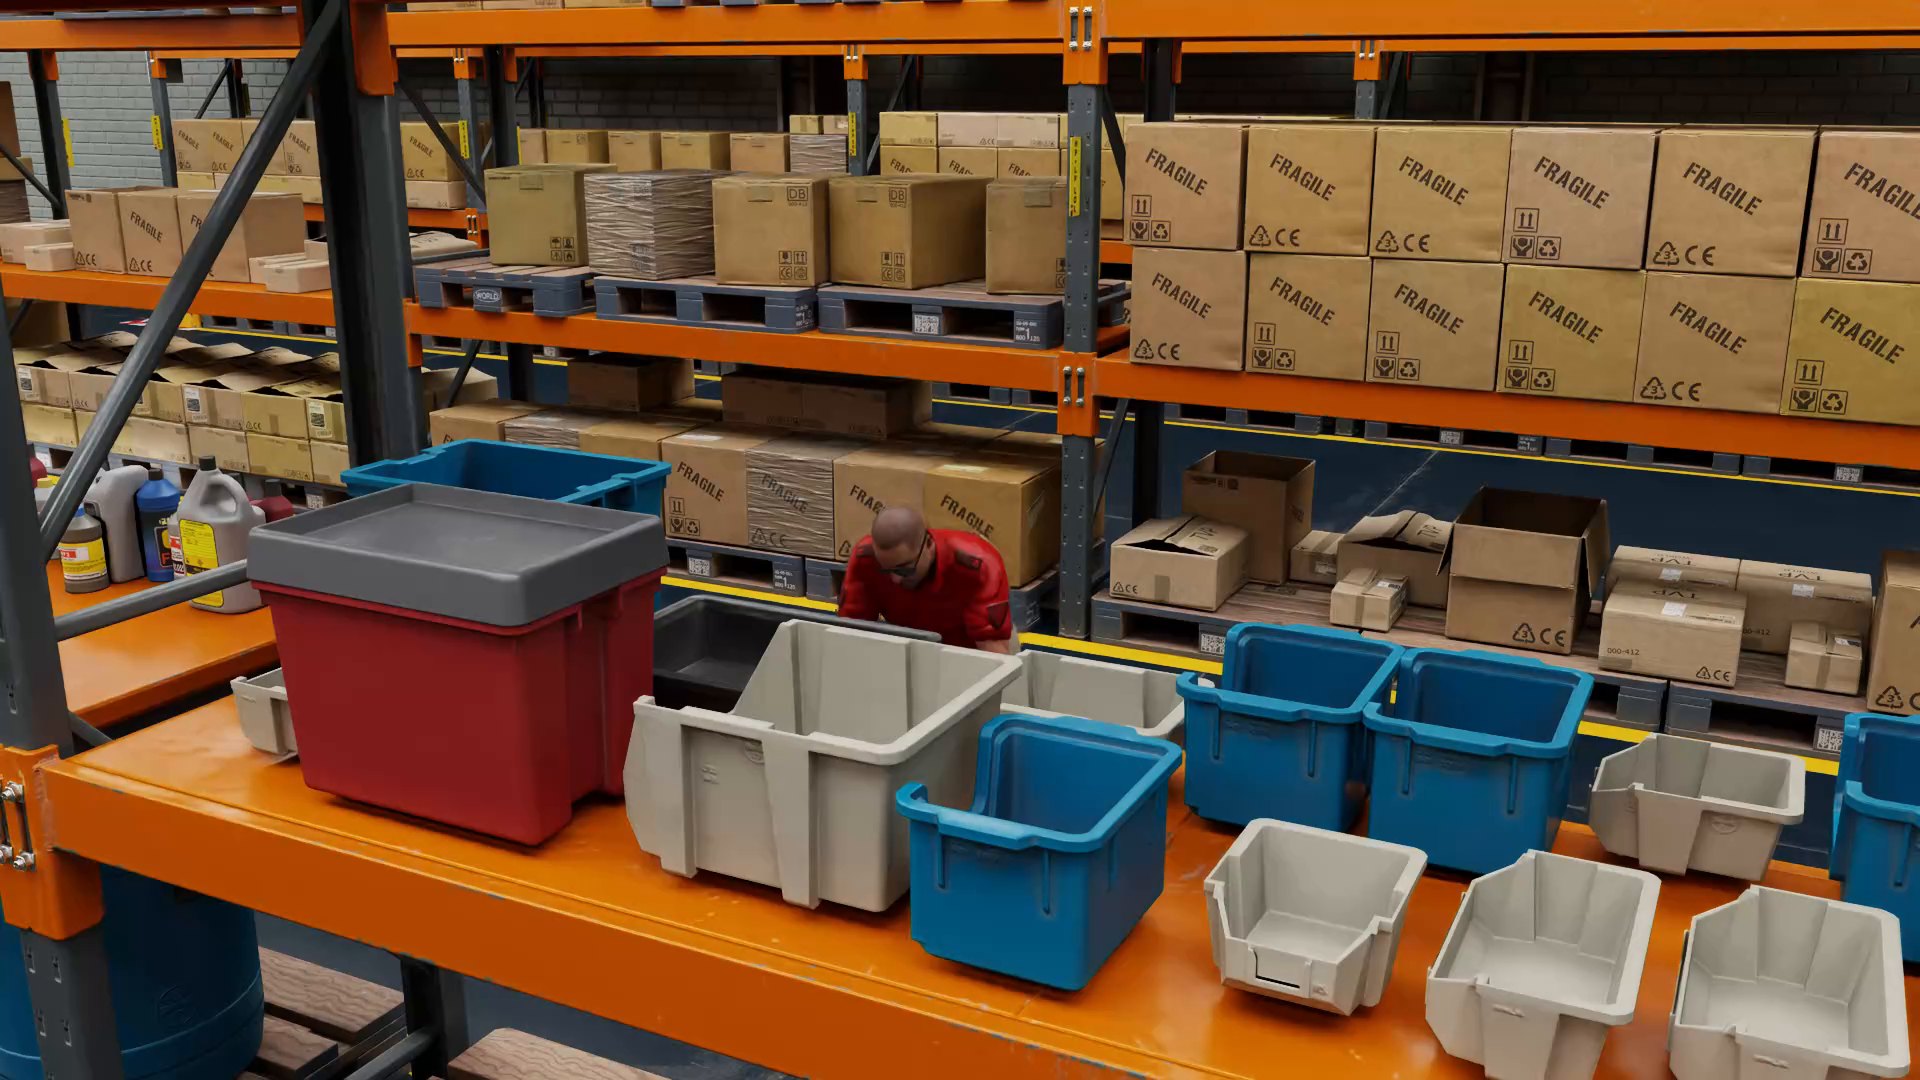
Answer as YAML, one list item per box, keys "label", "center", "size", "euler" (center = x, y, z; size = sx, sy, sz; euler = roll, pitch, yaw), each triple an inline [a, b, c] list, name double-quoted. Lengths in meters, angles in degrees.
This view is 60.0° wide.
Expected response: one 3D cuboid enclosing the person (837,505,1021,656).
- label: "person"
  center: [-0.084, 0.461, 5.243]
  size: [0.588, 1.289, 0.666]
  euler: [8, 17, 26]
